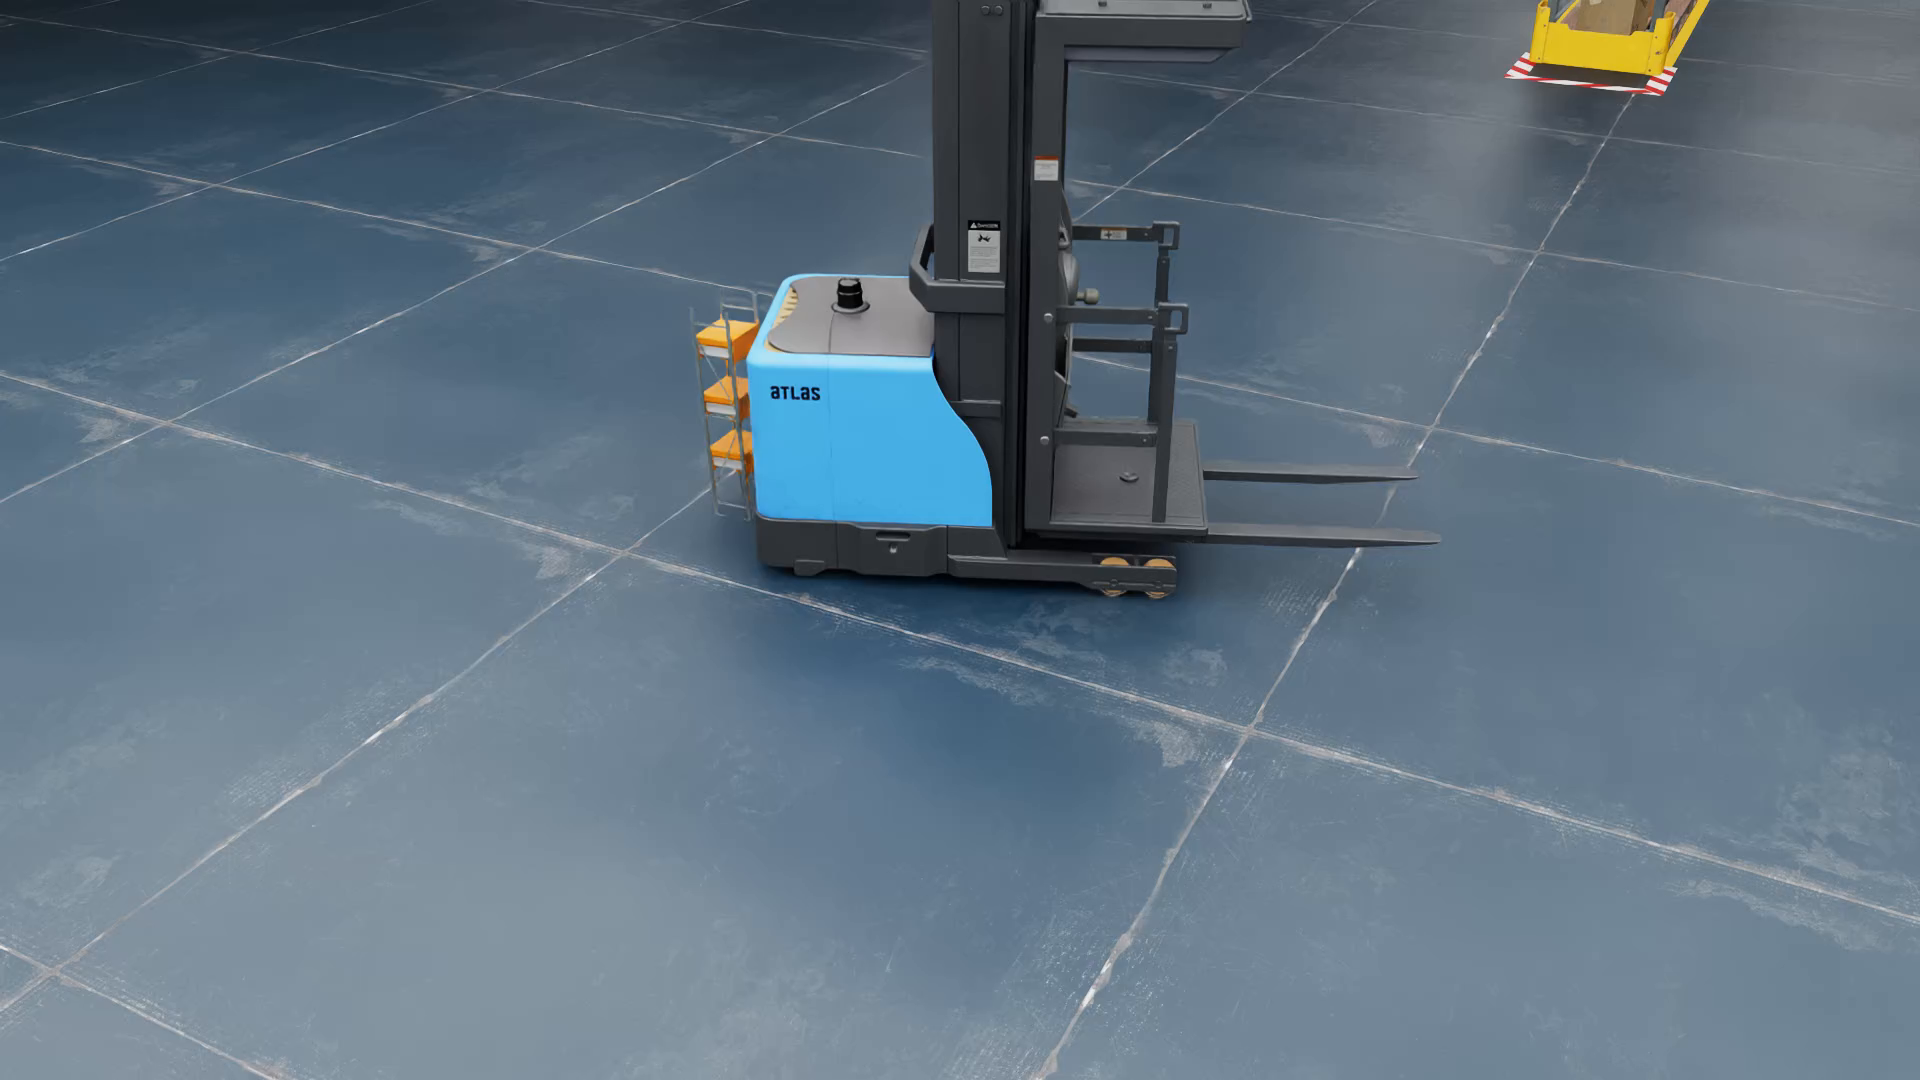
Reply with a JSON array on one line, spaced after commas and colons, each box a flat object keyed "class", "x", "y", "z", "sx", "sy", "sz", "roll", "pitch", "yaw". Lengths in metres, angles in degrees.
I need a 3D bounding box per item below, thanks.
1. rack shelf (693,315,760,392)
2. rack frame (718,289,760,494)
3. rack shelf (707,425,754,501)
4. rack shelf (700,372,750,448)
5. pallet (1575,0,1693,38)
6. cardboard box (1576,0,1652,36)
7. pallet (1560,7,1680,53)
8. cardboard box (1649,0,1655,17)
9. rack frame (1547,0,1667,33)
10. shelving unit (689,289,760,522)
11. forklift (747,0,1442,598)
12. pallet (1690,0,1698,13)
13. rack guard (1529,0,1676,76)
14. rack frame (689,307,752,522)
[{"class": "rack shelf", "x": -1.061, "y": -0.859, "z": 7.633, "sx": 0.215, "sy": 0.259, "sz": 0.240, "roll": 10, "pitch": 31, "yaw": 23}, {"class": "rack frame", "x": -0.999, "y": -0.674, "z": 7.860, "sx": 0.200, "sy": 1.050, "sz": 0.008, "roll": 10, "pitch": 31, "yaw": 23}, {"class": "rack shelf", "x": -1.038, "y": -0.366, "z": 7.901, "sx": 0.215, "sy": 0.259, "sz": 0.240, "roll": 10, "pitch": 31, "yaw": 23}, {"class": "rack shelf", "x": -1.050, "y": -0.610, "z": 7.768, "sx": 0.215, "sy": 0.259, "sz": 0.240, "roll": 10, "pitch": 31, "yaw": 23}, {"class": "pallet", "x": 6.859, "y": -5.394, "z": 16.931, "sx": 1.003, "sy": 0.211, "sz": 1.213, "roll": 14, "pitch": 33, "yaw": 23}, {"class": "cardboard box", "x": 6.165, "y": -5.050, "z": 15.620, "sx": 0.500, "sy": 0.500, "sz": 0.500, "roll": 21, "pitch": 36, "yaw": 32}, {"class": "pallet", "x": 6.302, "y": -4.855, "z": 15.993, "sx": 1.003, "sy": 0.211, "sz": 1.213, "roll": 14, "pitch": 33, "yaw": 23}, {"class": "cardboard box", "x": 6.407, "y": -5.322, "z": 16.095, "sx": 0.500, "sy": 0.500, "sz": 0.500, "roll": 24, "pitch": 38, "yaw": 36}, {"class": "rack frame", "x": 5.866, "y": -5.678, "z": 14.626, "sx": 1.000, "sy": 3.000, "sz": 0.127, "roll": 14, "pitch": 33, "yaw": 23}, {"class": "shelving unit", "x": -1.050, "y": -0.619, "z": 7.763, "sx": 0.215, "sy": 1.050, "sz": 0.252, "roll": 10, "pitch": 31, "yaw": 23}, {"class": "forklift", "x": 0.630, "y": -1.295, "z": 7.061, "sx": 3.031, "sy": 2.935, "sz": 1.130, "roll": 2, "pitch": 30, "yaw": 4}, {"class": "pallet", "x": 7.413, "y": -5.937, "z": 17.876, "sx": 1.003, "sy": 0.211, "sz": 1.213, "roll": 14, "pitch": 33, "yaw": 23}, {"class": "rack guard", "x": 5.900, "y": -4.628, "z": 15.307, "sx": 1.175, "sy": 0.500, "sz": 0.348, "roll": 14, "pitch": 33, "yaw": 23}, {"class": "rack frame", "x": -1.101, "y": -0.564, "z": 7.666, "sx": 0.200, "sy": 1.050, "sz": 0.008, "roll": 10, "pitch": 31, "yaw": 23}]
